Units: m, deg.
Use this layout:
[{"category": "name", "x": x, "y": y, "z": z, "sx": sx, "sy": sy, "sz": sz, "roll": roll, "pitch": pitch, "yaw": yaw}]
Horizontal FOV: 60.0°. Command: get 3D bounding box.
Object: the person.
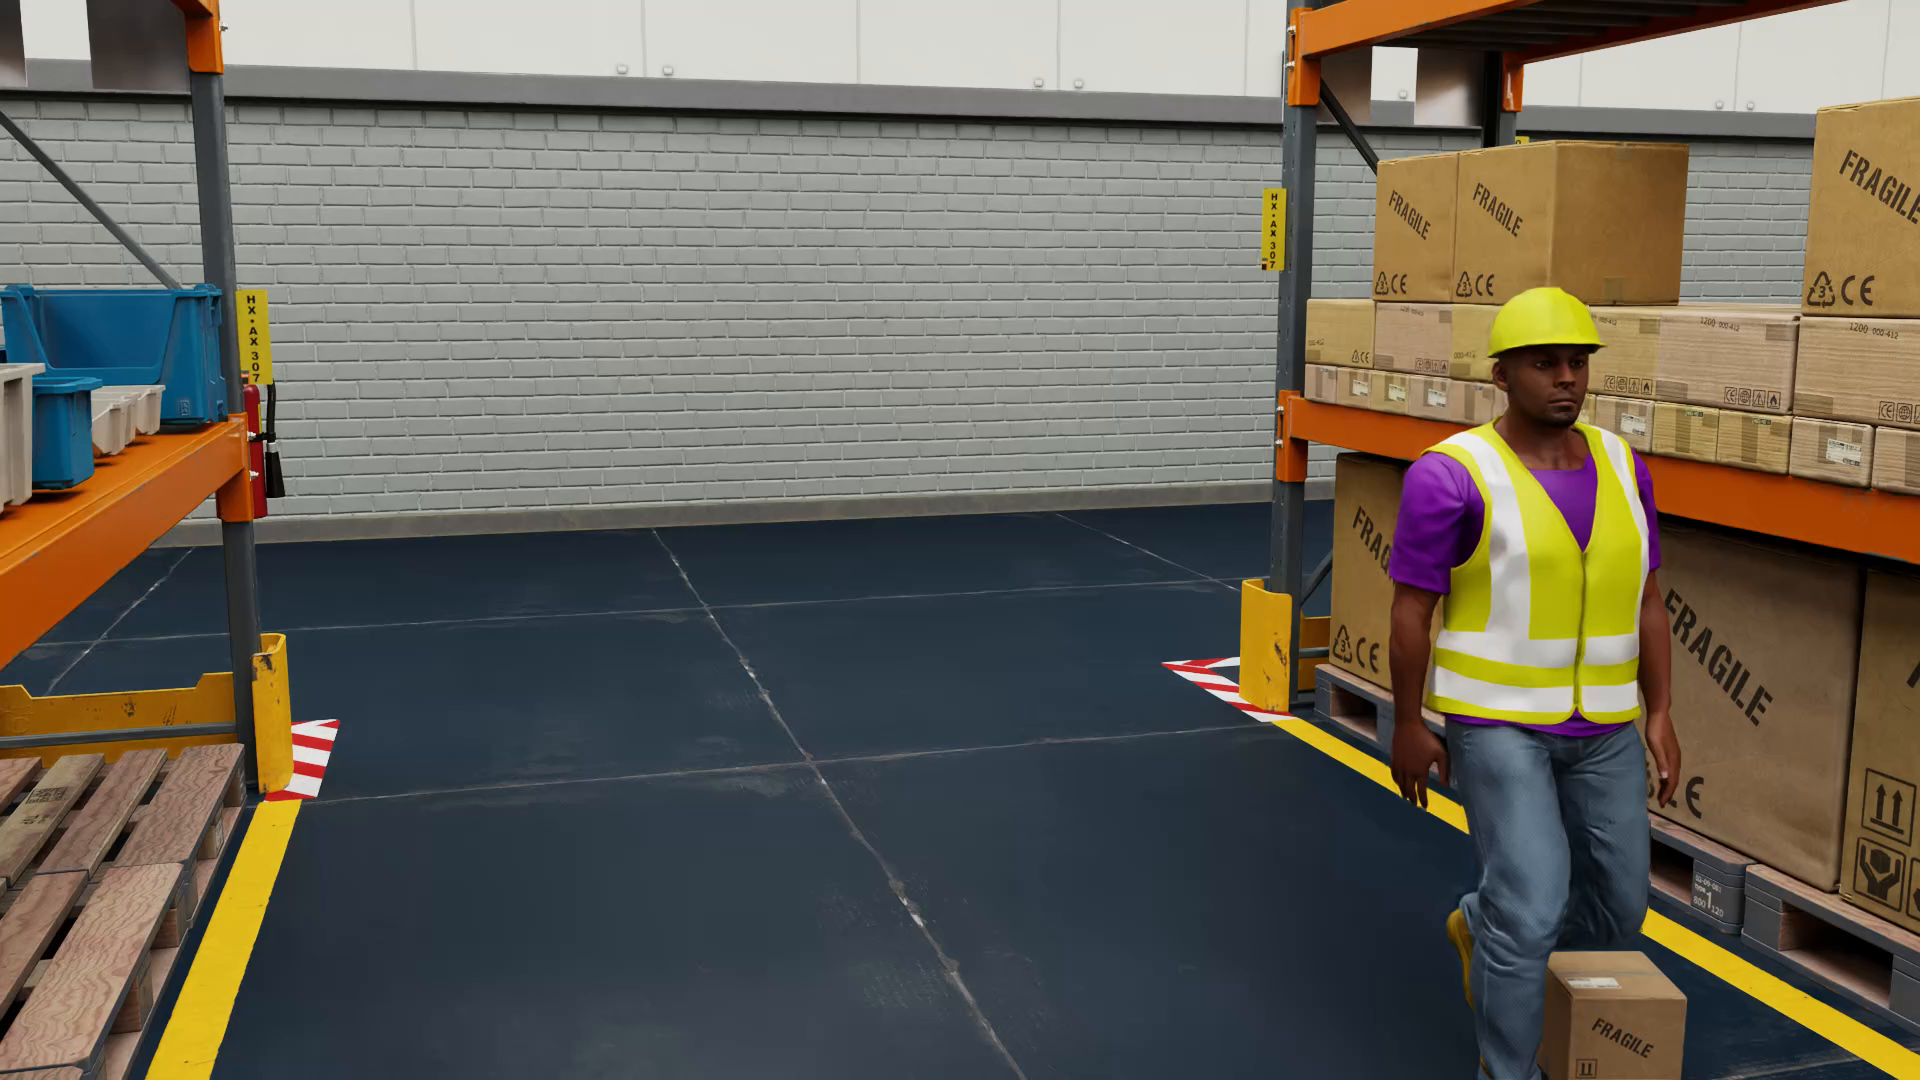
[{"category": "person", "x": 1.174, "y": 0.359, "z": 3.450, "sx": 0.579, "sy": 1.749, "sz": 0.706, "roll": -2, "pitch": 9, "yaw": -14}]
